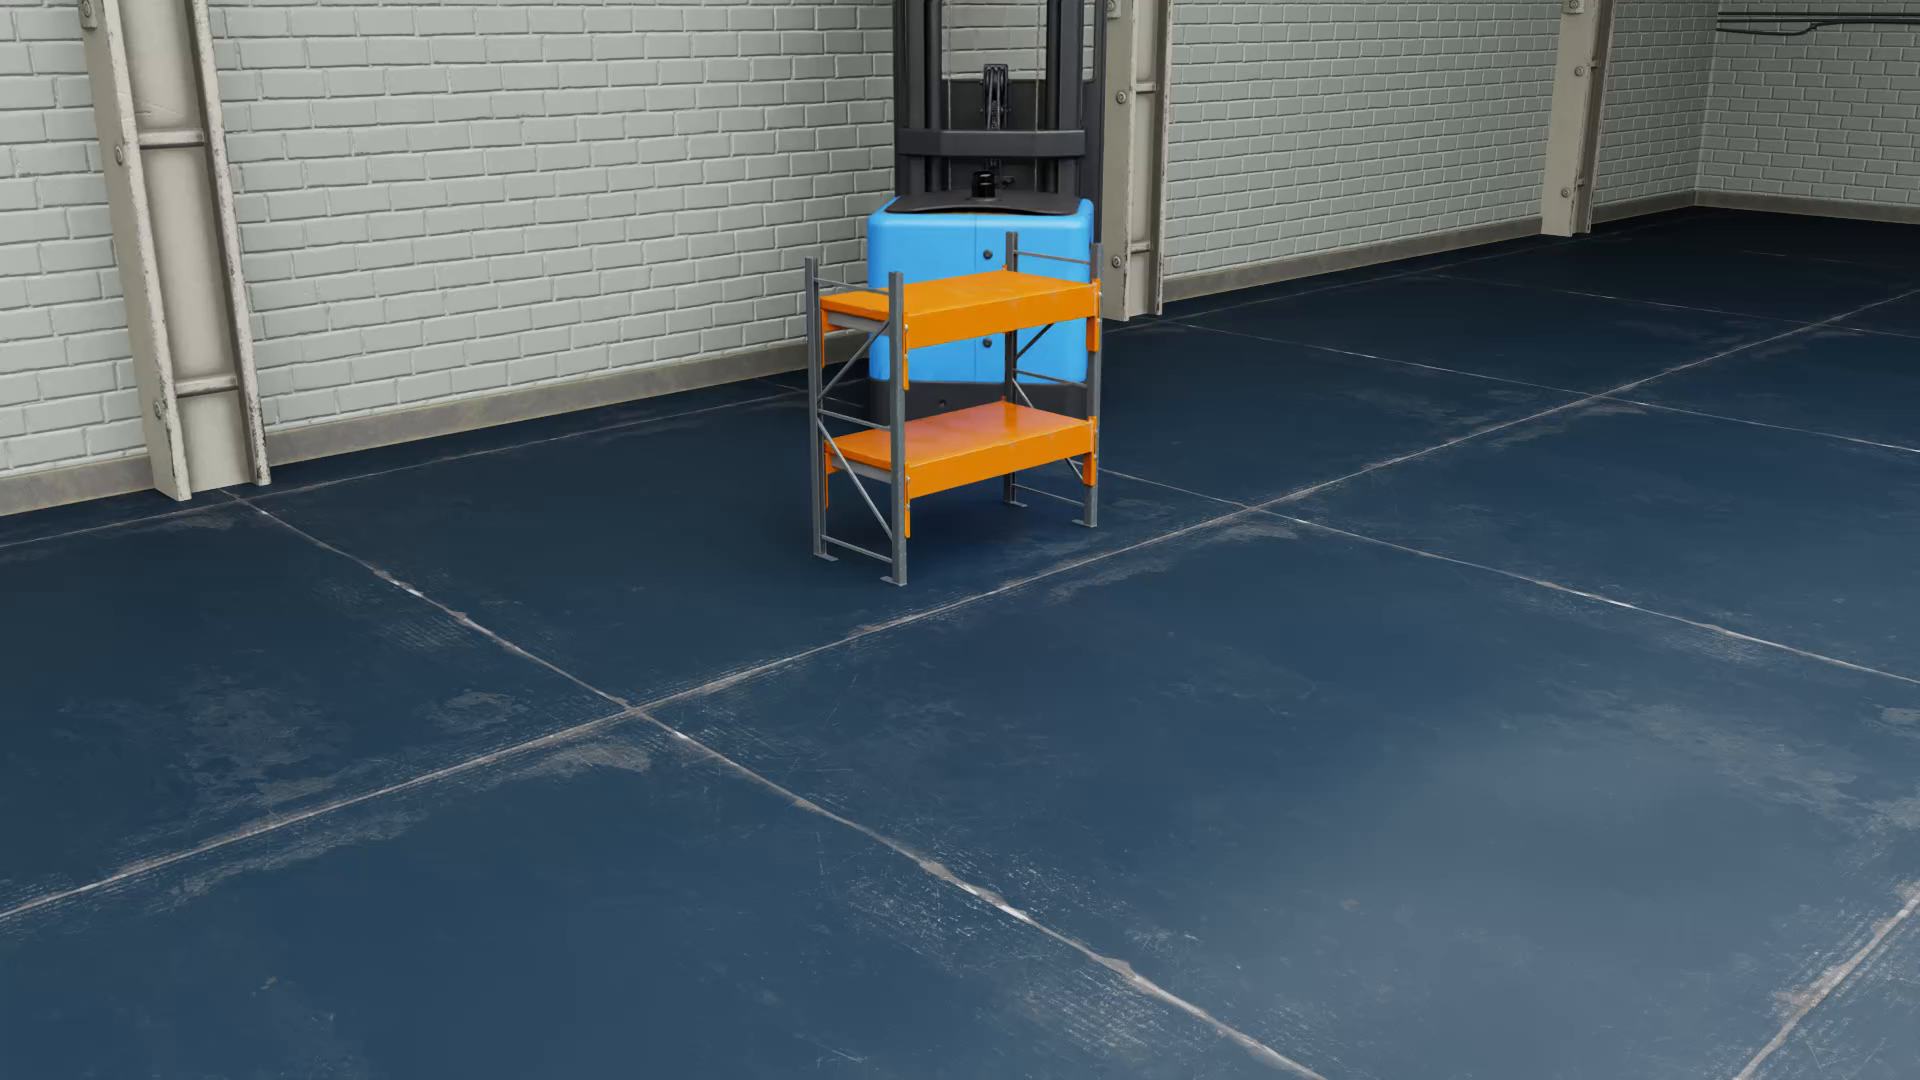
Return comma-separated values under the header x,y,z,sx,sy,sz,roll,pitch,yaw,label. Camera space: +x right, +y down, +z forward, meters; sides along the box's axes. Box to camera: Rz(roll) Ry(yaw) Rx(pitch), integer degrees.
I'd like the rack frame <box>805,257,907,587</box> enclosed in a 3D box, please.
x,y,z,sx,sy,sz,roll,pitch,yaw,label
-0.374,-0.426,5.975,0.032,1.125,0.500,-16,24,-41,rack frame

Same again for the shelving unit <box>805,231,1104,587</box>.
x,y,z,sx,sy,sz,roll,pitch,yaw,label
-0.005,-0.534,6.307,1.048,1.125,0.538,-16,24,-41,shelving unit

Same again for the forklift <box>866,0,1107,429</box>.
x,y,z,sx,sy,sz,roll,pitch,yaw,label
0.228,-2.293,8.804,1.130,2.935,3.031,2,18,6,forklift

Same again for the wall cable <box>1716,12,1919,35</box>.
x,y,z,sx,sy,sz,roll,pitch,yaw,label
8.521,-5.914,15.169,0.112,2.526,3.097,-16,24,-41,wall cable

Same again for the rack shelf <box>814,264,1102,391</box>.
x,y,z,sx,sy,sz,roll,pitch,yaw,label
-0.005,-0.812,6.217,1.000,0.278,0.538,-16,24,-41,rack shelf

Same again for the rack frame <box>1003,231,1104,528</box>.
x,y,z,sx,sy,sz,roll,pitch,yaw,label
0.364,-0.641,6.639,0.032,1.125,0.500,-16,24,-41,rack frame

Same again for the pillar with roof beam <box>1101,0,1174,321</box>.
x,y,z,sx,sy,sz,roll,pitch,yaw,label
4.070,-4.827,6.781,0.400,9.000,9.100,-16,24,-41,pillar with roof beam

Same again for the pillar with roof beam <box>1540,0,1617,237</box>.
x,y,z,sx,sy,sz,roll,pitch,yaw,label
8.430,-6.098,10.703,0.400,9.000,9.100,-16,24,-41,pillar with roof beam

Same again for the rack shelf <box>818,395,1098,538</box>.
x,y,z,sx,sy,sz,roll,pitch,yaw,label
-0.005,-0.301,6.382,1.000,0.278,0.538,-16,24,-41,rack shelf

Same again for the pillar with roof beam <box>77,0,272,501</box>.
x,y,z,sx,sy,sz,roll,pitch,yaw,label
-0.290,-3.555,2.860,0.400,9.000,9.100,-16,24,-41,pillar with roof beam
